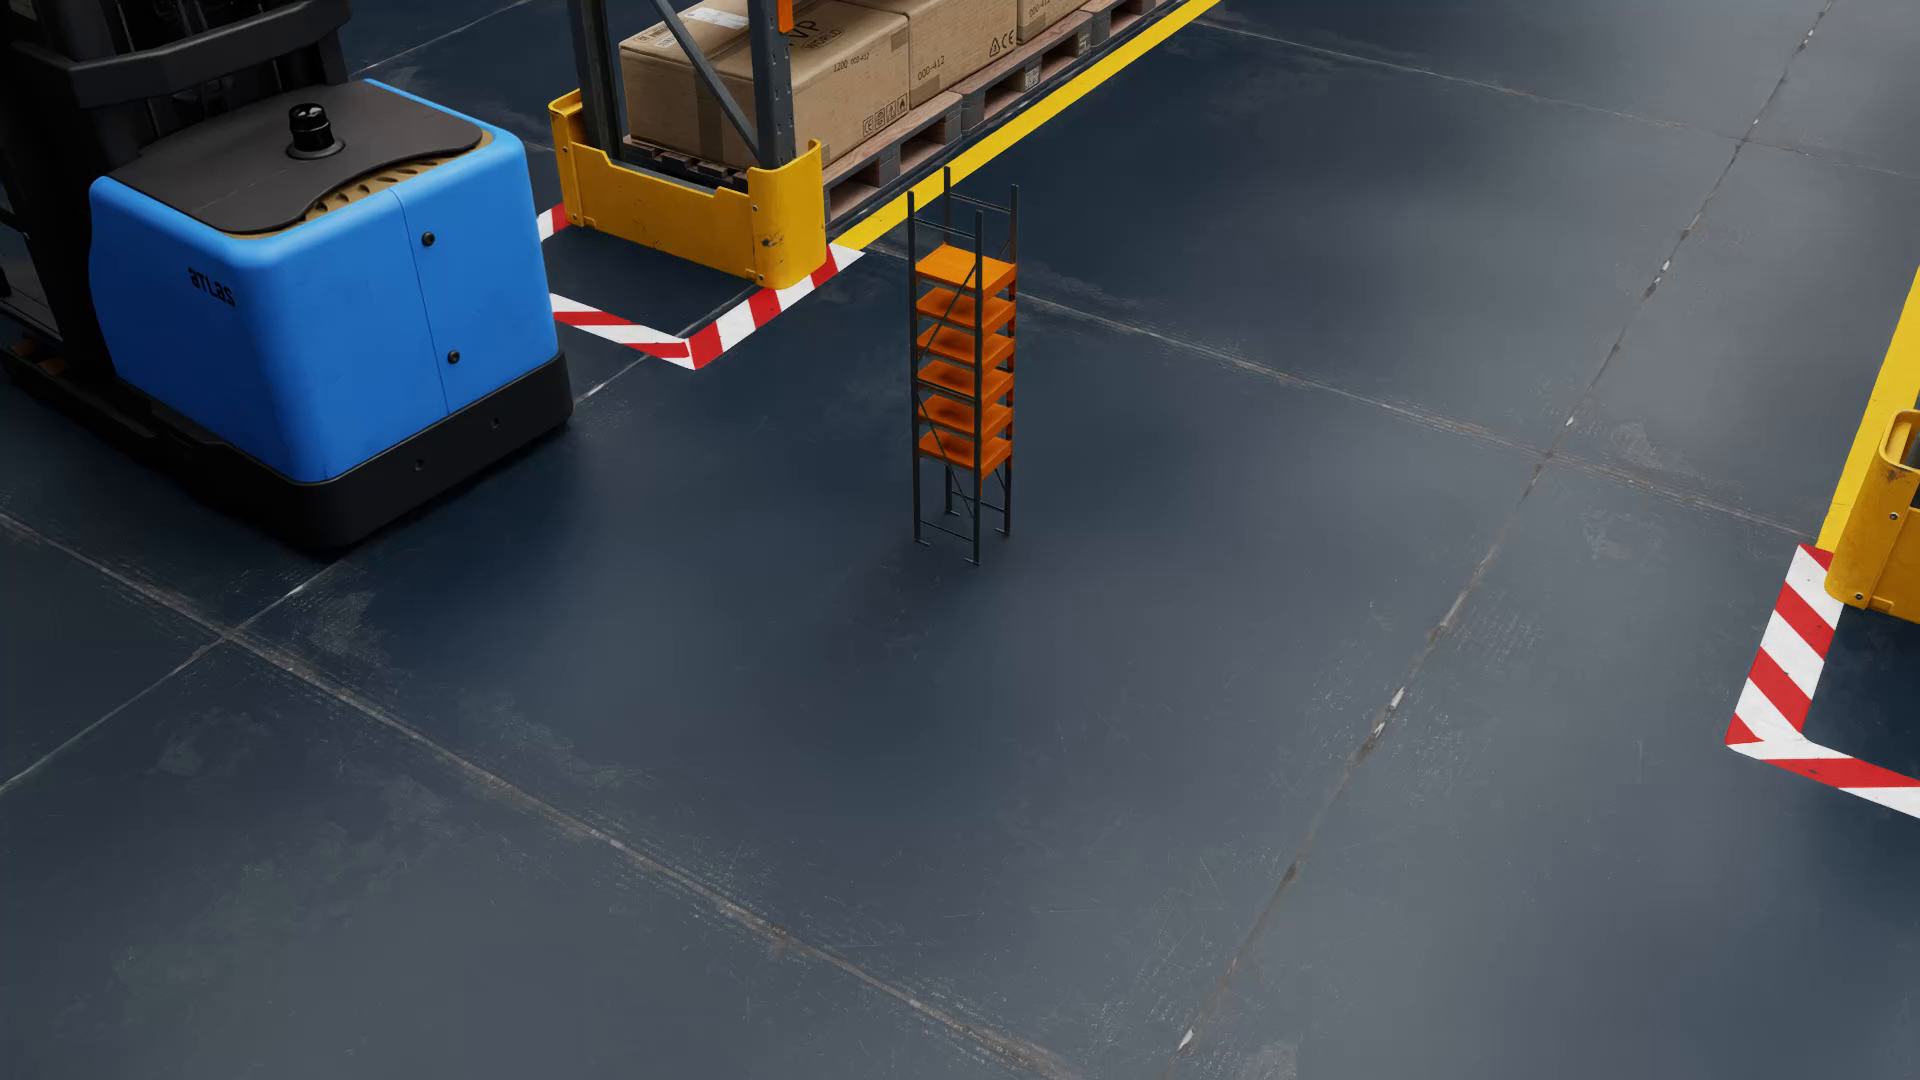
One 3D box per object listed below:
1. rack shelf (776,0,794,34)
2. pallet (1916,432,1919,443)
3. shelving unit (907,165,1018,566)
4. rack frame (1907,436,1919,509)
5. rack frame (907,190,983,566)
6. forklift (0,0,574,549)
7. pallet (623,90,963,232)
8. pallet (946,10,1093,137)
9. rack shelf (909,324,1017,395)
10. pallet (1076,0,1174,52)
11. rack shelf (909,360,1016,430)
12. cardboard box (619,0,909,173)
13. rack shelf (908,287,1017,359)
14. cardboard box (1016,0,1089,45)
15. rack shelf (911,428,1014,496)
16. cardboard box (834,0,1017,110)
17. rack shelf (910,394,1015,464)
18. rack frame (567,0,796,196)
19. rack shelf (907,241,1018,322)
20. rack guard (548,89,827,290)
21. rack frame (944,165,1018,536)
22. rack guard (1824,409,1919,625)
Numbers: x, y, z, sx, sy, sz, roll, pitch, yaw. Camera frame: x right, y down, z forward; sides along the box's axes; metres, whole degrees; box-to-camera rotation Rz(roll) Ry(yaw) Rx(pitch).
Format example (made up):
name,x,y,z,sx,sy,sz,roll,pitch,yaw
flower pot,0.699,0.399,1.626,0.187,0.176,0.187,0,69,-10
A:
name,x,y,z,sx,sy,sz,roll,pitch,yaw
rack shelf,-0.014,-3.191,7.522,1.077,0.370,4.000,21,42,25
pallet,3.654,-0.220,5.363,1.003,0.211,1.213,21,42,25
shelving unit,0.008,-0.483,4.893,0.258,1.200,0.189,21,42,25
rack frame,3.148,-0.878,3.932,1.000,3.000,0.127,21,42,25
rack frame,-0.041,-0.435,4.832,0.240,1.200,0.006,21,42,25
forklift,-2.803,-1.868,5.273,3.031,2.935,1.130,25,44,29
pallet,-0.723,-1.779,7.384,1.003,0.211,1.213,21,42,25
pallet,-0.069,-2.405,8.197,1.003,0.211,1.213,21,42,25
rack shelf,0.008,-0.543,4.847,0.258,0.103,0.180,21,42,25
pallet,0.584,-3.036,9.016,1.003,0.211,1.213,21,42,25
rack shelf,0.008,-0.447,4.920,0.258,0.103,0.180,21,42,25
cardboard box,-0.816,-1.970,7.103,0.875,0.438,0.875,20,42,24
rack shelf,0.008,-0.638,4.774,0.258,0.103,0.180,21,42,25
cardboard box,0.151,-2.909,8.321,0.875,0.438,0.875,20,42,24
rack shelf,0.008,-0.257,5.067,0.258,0.103,0.180,21,42,25
cardboard box,-0.333,-2.444,7.718,0.875,0.438,0.875,22,43,26
rack shelf,0.008,-0.352,4.994,0.258,0.103,0.180,21,42,25
rack frame,-1.086,-2.445,5.965,1.000,3.000,0.127,21,42,25
rack shelf,0.008,-0.733,4.701,0.258,0.103,0.180,21,42,25
rack guard,-1.098,-1.443,6.712,1.175,0.500,0.348,21,42,25
rack frame,0.057,-0.530,4.955,0.240,1.200,0.006,21,42,25
rack guard,3.189,0.073,4.746,1.175,0.500,0.348,21,42,25
